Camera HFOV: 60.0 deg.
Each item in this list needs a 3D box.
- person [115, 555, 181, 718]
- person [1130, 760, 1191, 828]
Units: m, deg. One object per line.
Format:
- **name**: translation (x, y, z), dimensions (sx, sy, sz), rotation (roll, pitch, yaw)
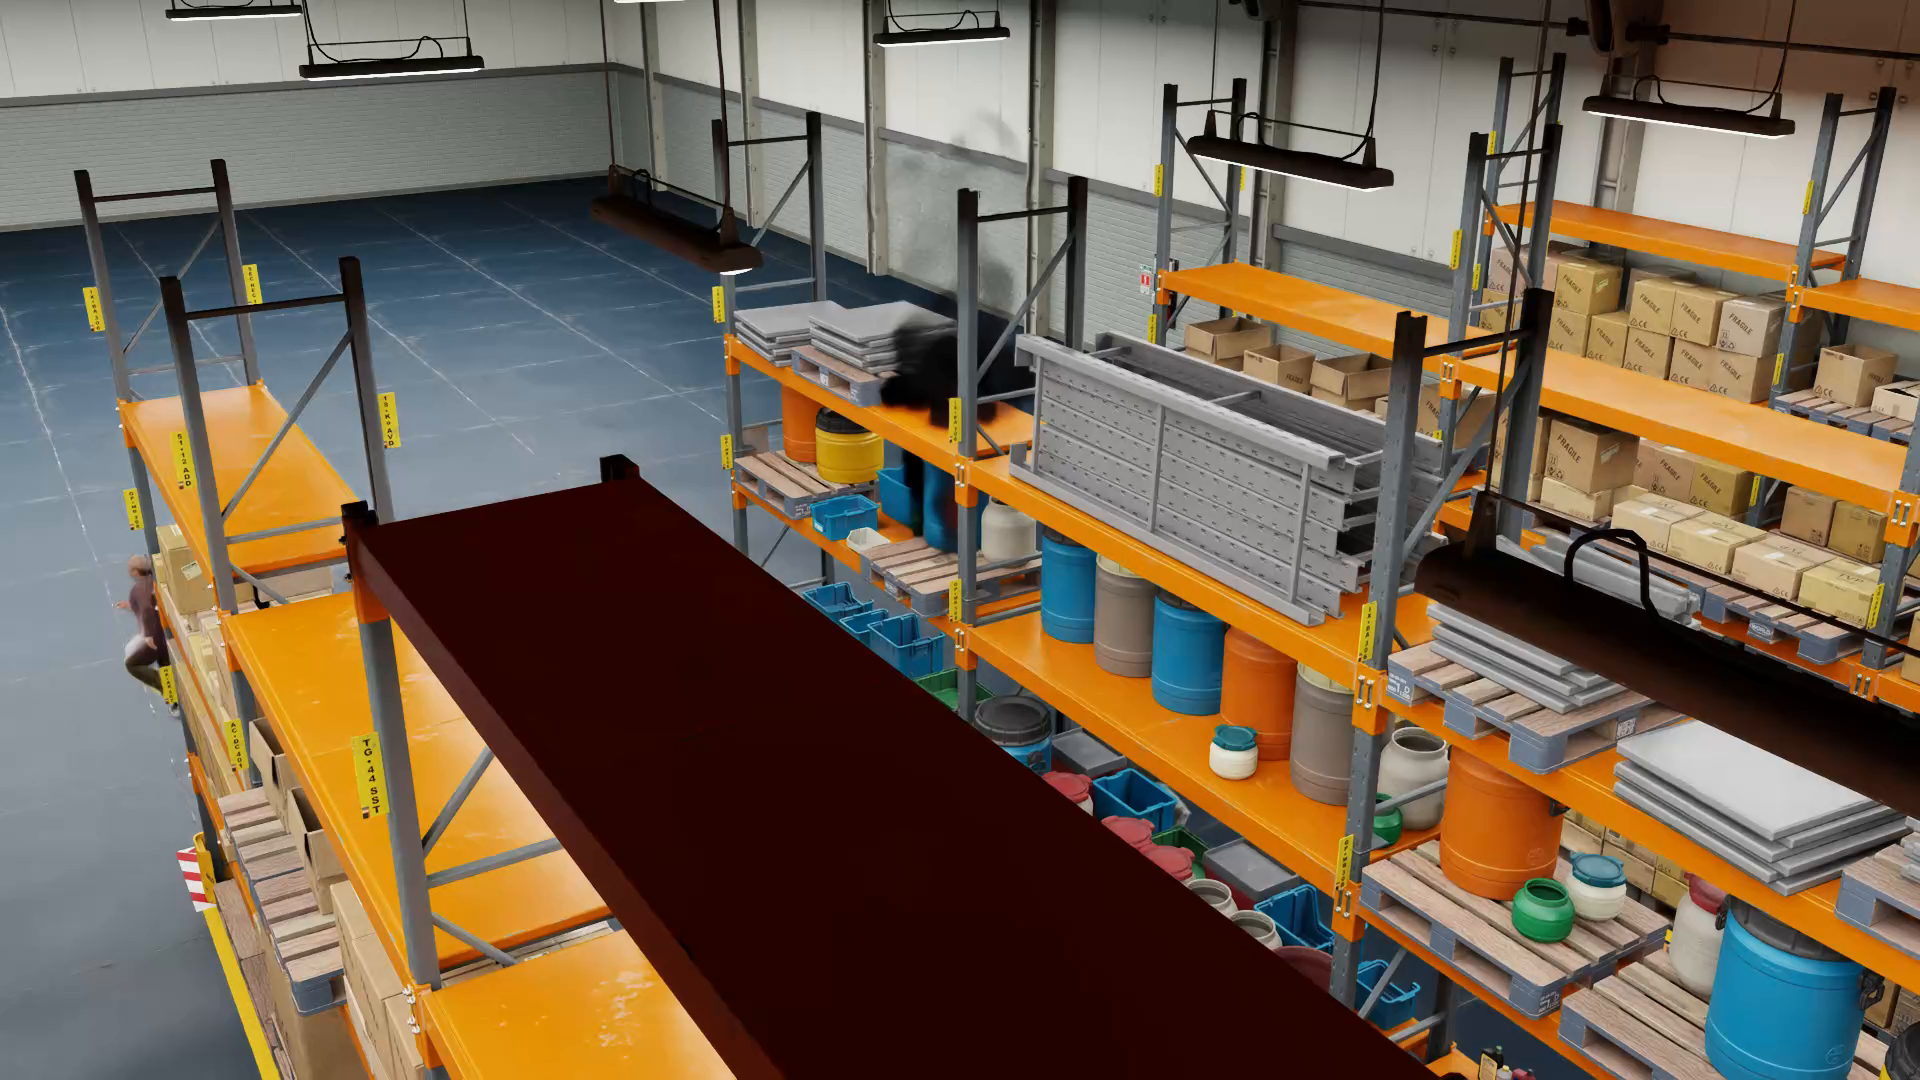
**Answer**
- **person**: translation (-8.057, 0.978, 16.599), dimensions (0.793, 1.725, 0.759), rotation (3, 22, 8)
- **person**: translation (1.661, 1.812, 13.904), dimensions (0.582, 1.676, 0.577), rotation (-15, 26, -32)
